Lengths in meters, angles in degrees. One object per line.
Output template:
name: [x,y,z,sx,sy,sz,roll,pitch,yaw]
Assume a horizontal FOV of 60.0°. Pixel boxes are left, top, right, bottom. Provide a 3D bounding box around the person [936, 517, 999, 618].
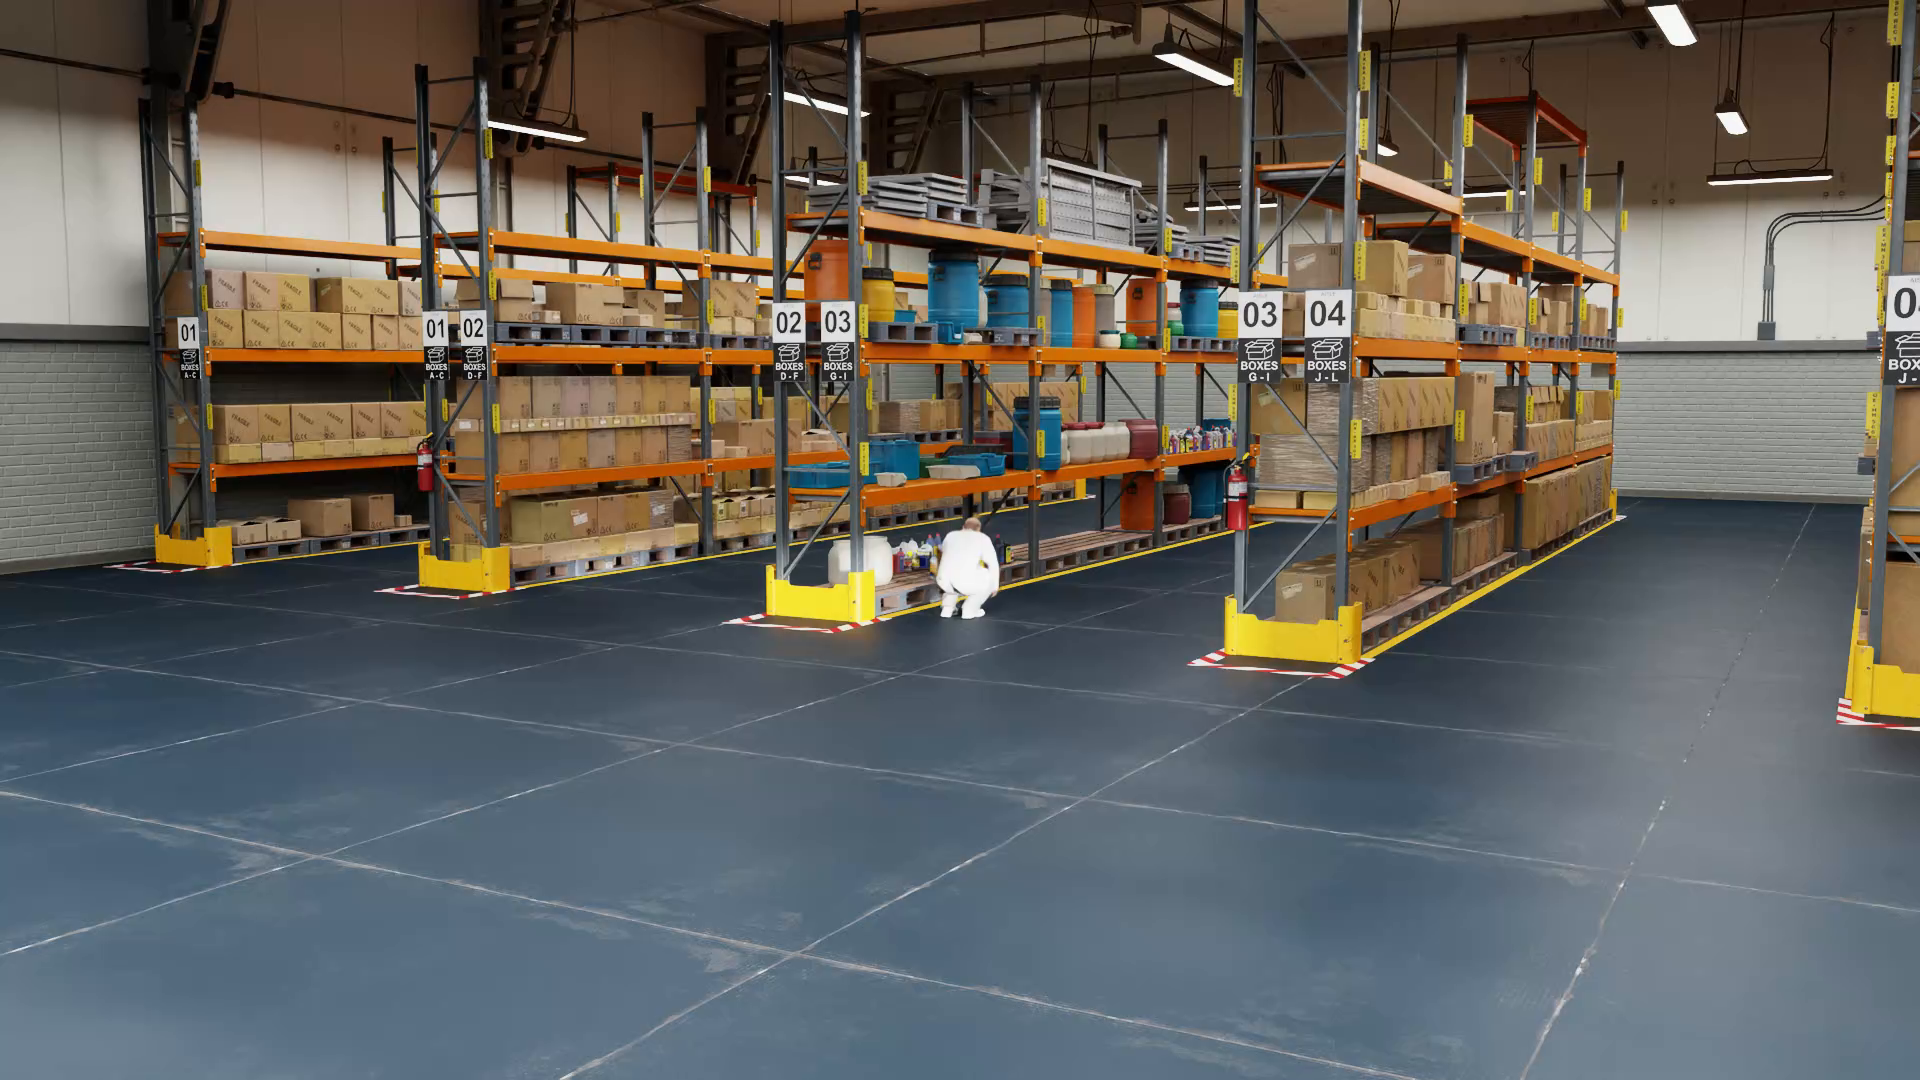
person: [0.073,0.289,17.200,0.604,0.978,0.903,3,6,26]
